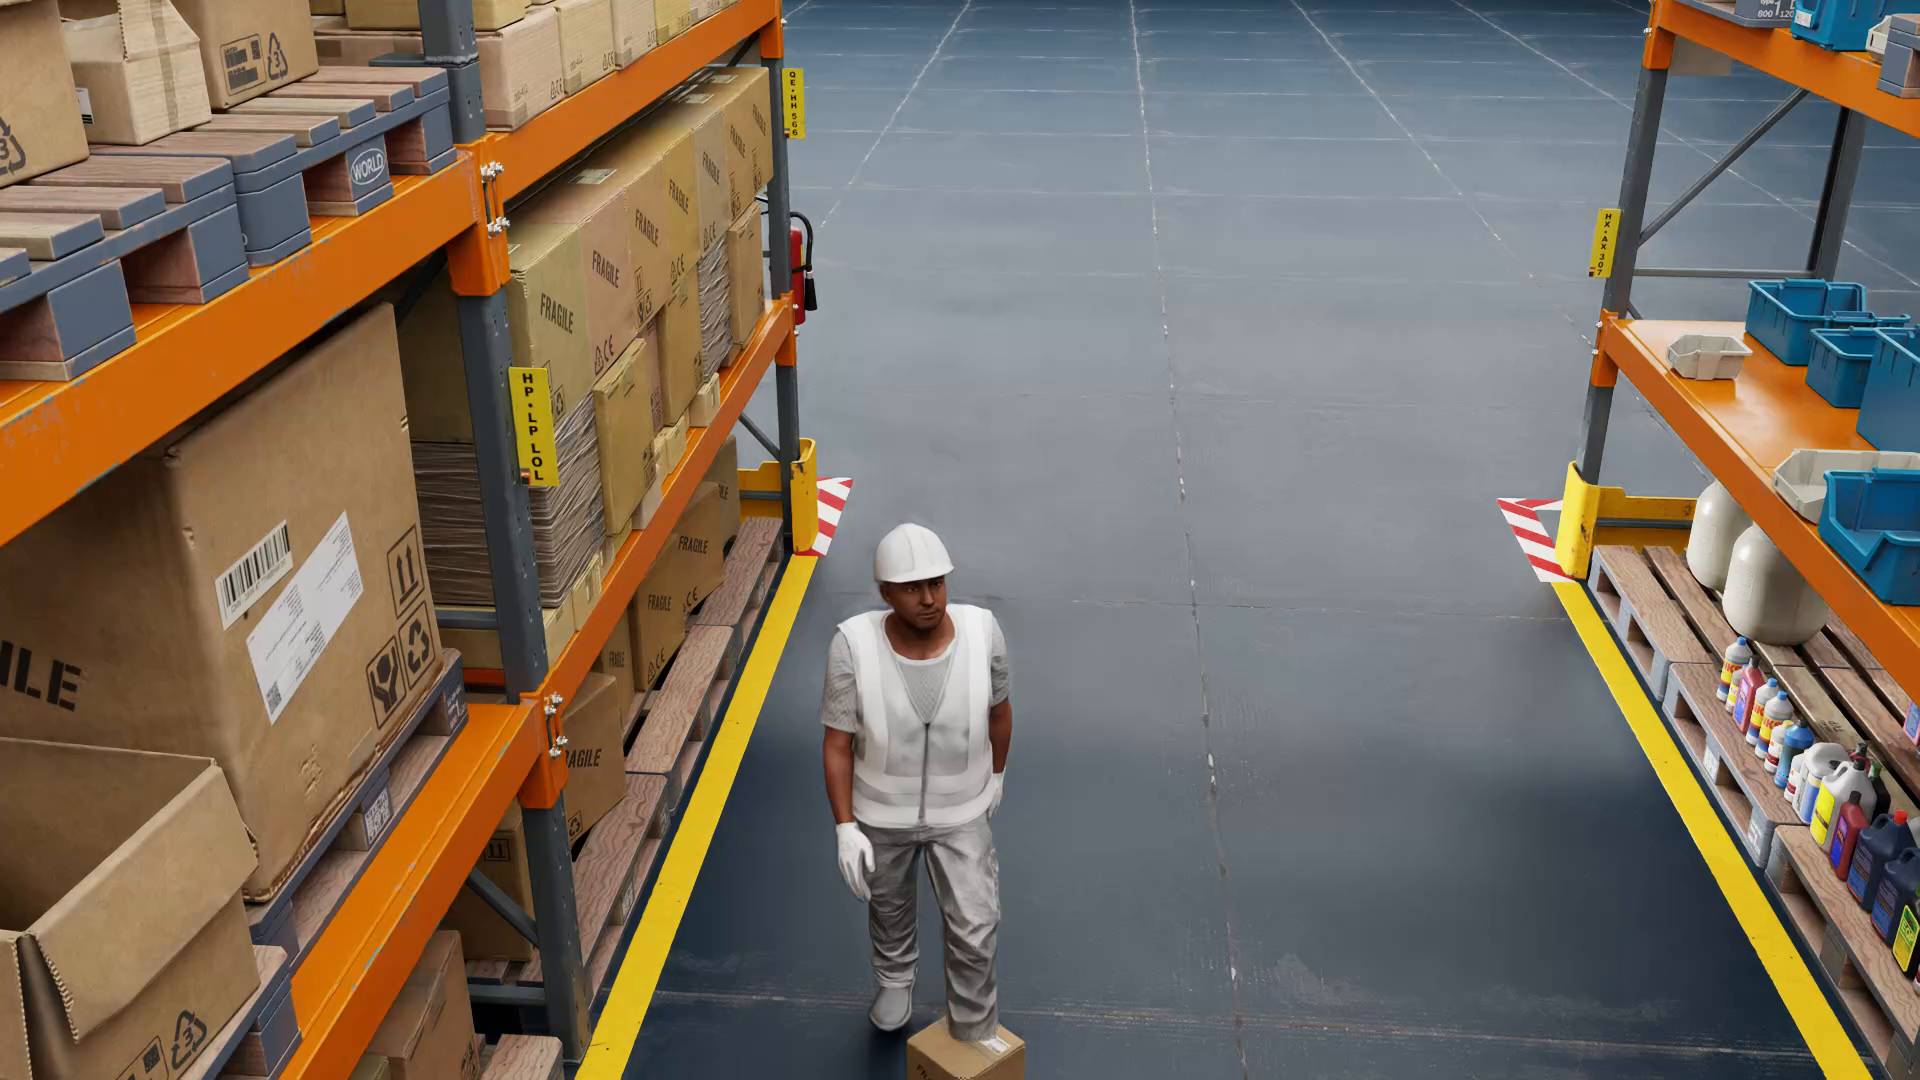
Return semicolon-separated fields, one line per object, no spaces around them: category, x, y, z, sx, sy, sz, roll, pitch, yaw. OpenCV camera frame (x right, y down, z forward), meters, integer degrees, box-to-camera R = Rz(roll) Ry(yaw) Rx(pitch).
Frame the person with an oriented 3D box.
person;-0.110;0.820;4.778;0.549;1.825;0.754;-2;24;-4
